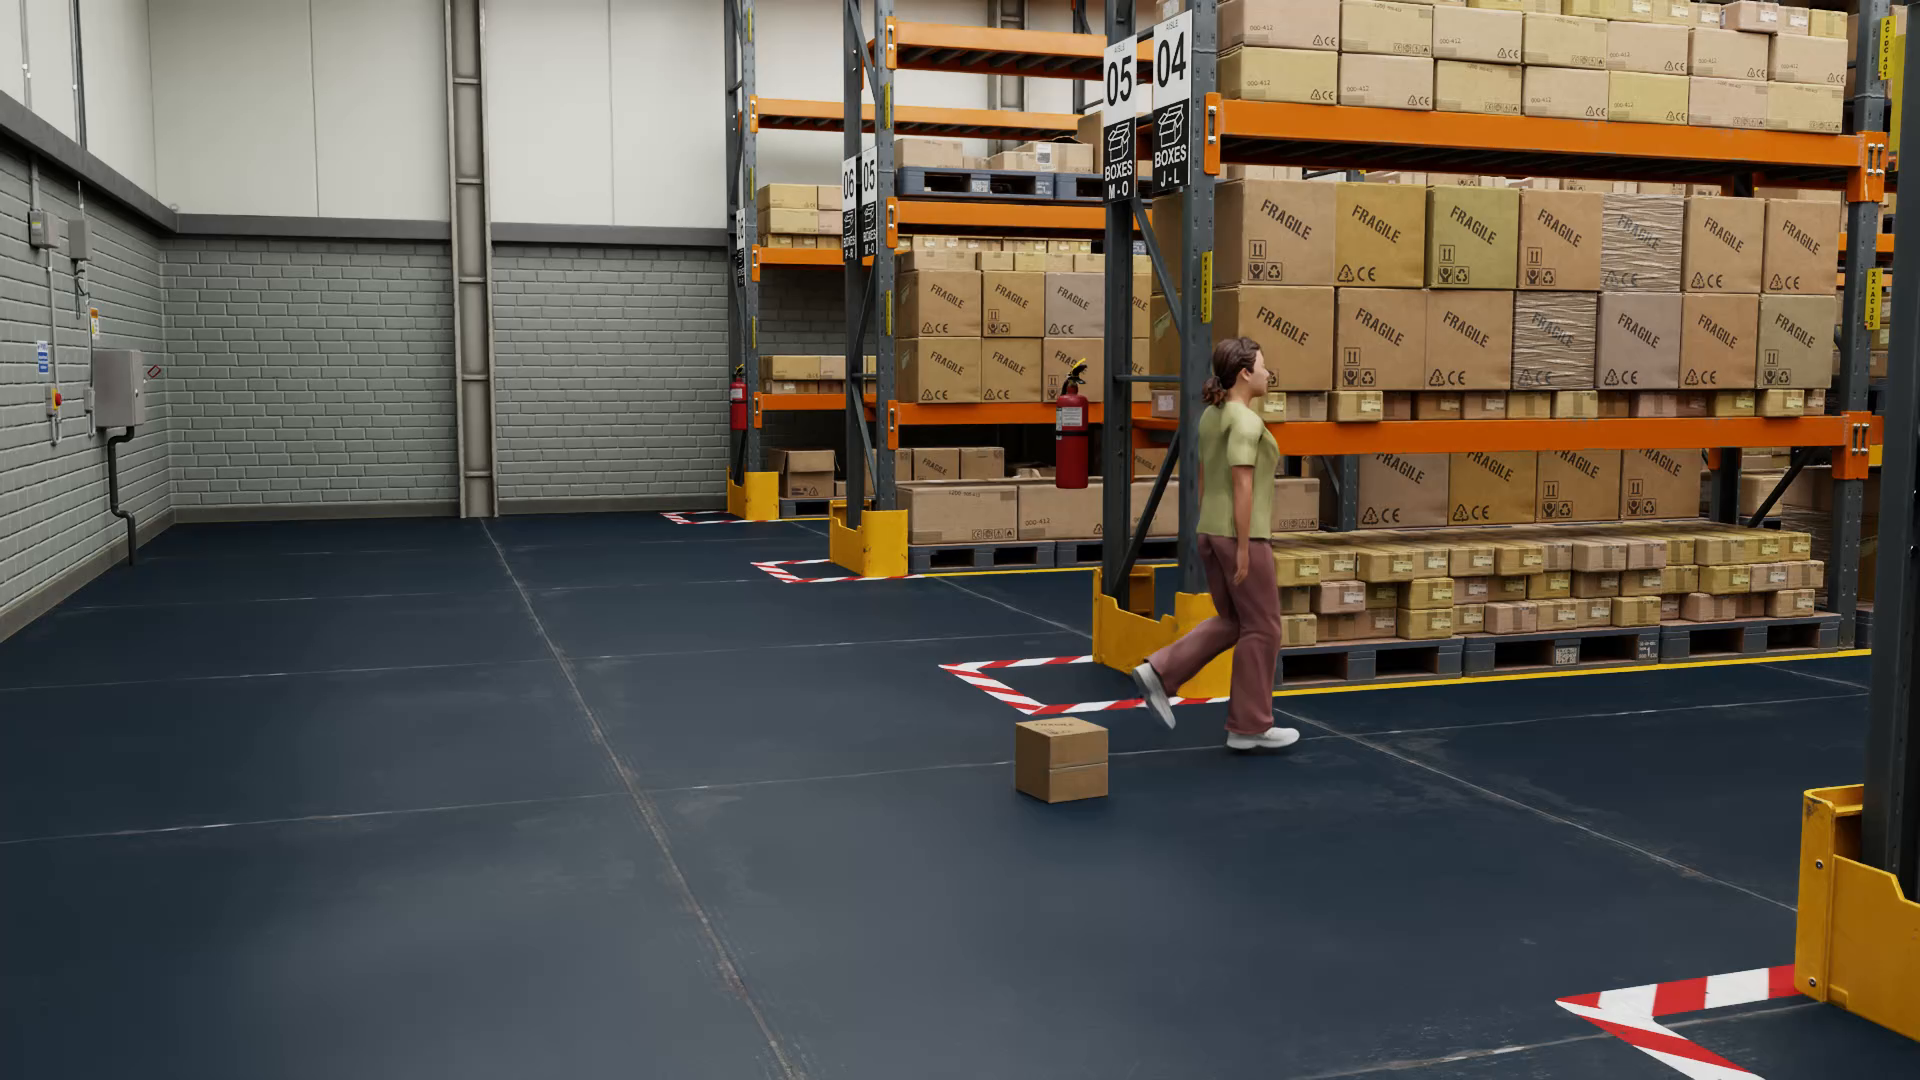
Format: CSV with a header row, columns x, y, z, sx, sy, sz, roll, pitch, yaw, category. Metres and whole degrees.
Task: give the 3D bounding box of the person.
x,y,z,sx,sy,sz,roll,pitch,yaw,category
1.053,0.017,6.701,0.658,1.658,0.442,-2,6,-17,person
